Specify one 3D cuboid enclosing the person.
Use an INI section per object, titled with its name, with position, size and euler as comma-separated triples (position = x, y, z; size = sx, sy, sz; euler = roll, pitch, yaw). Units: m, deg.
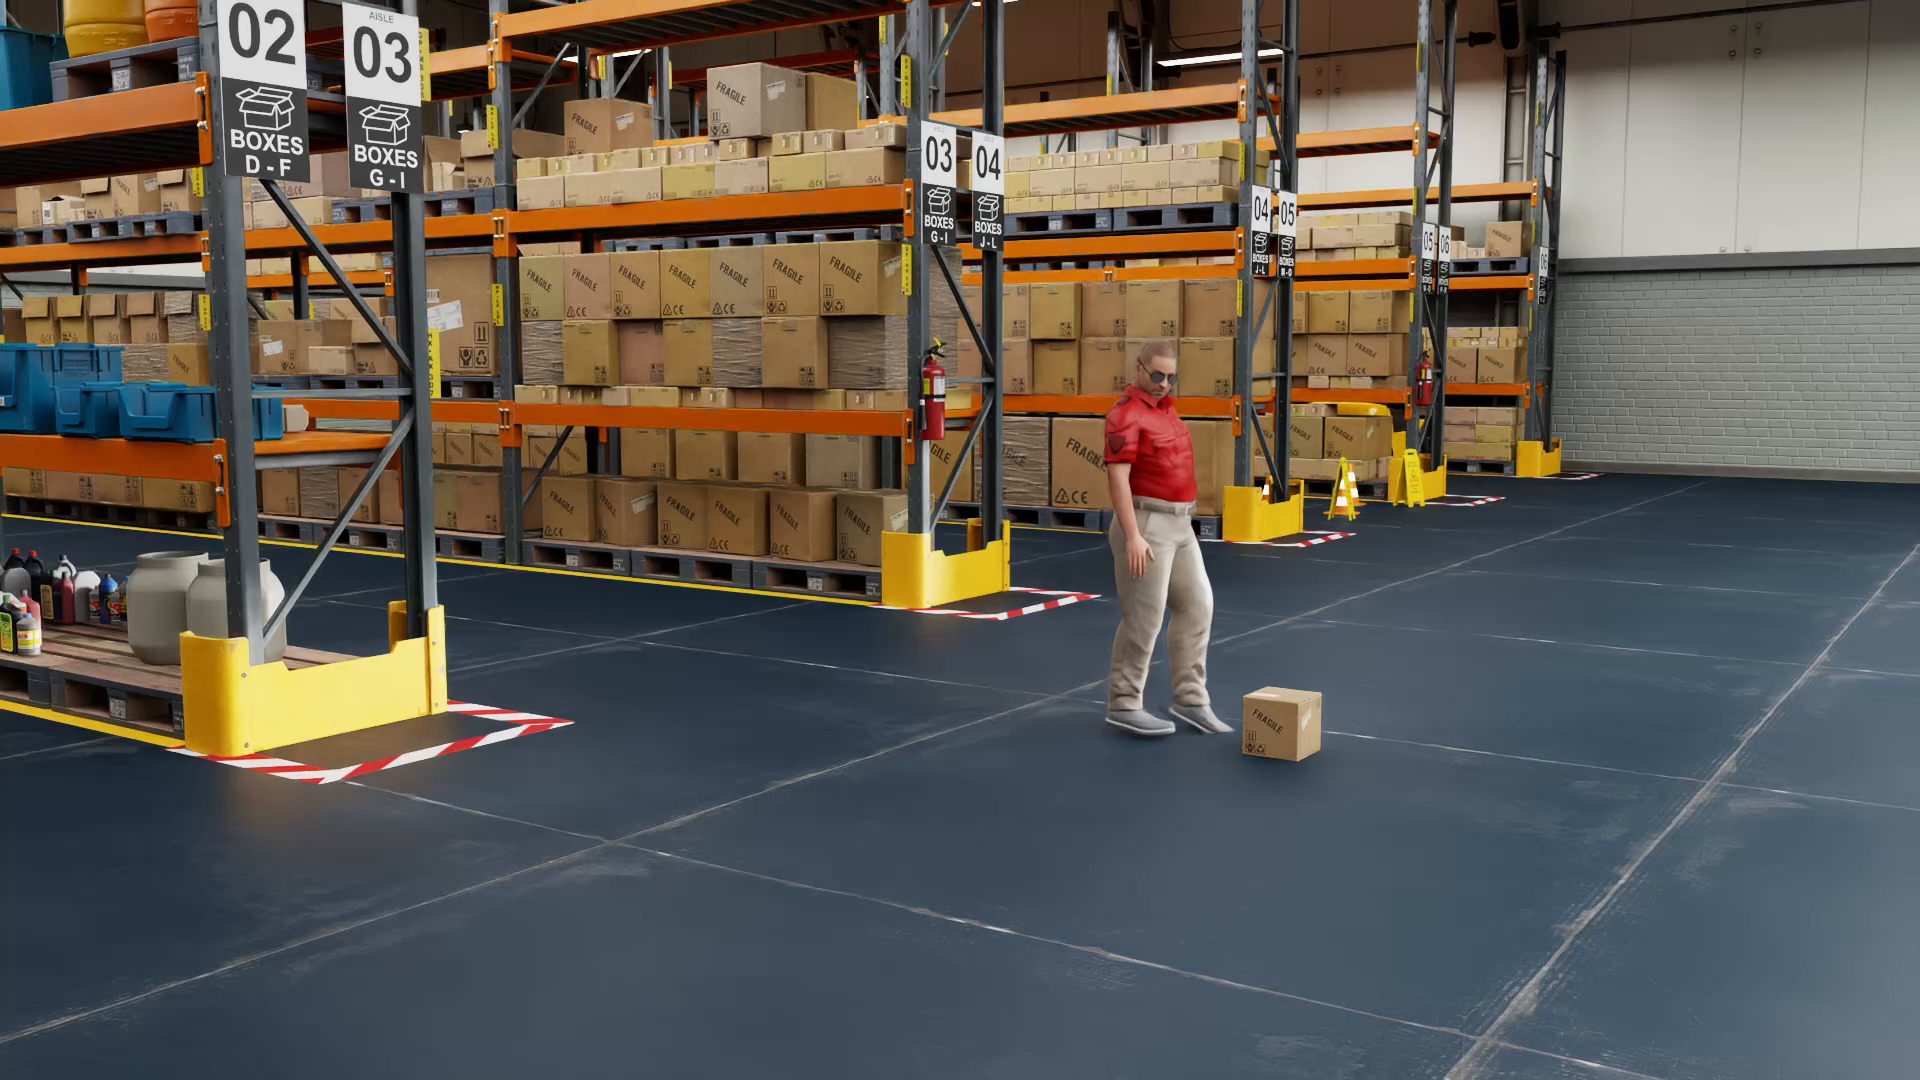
[person]
position = 0.909, 0.025, 7.270
size = 0.500, 1.787, 0.577
euler = 4, 7, 31
